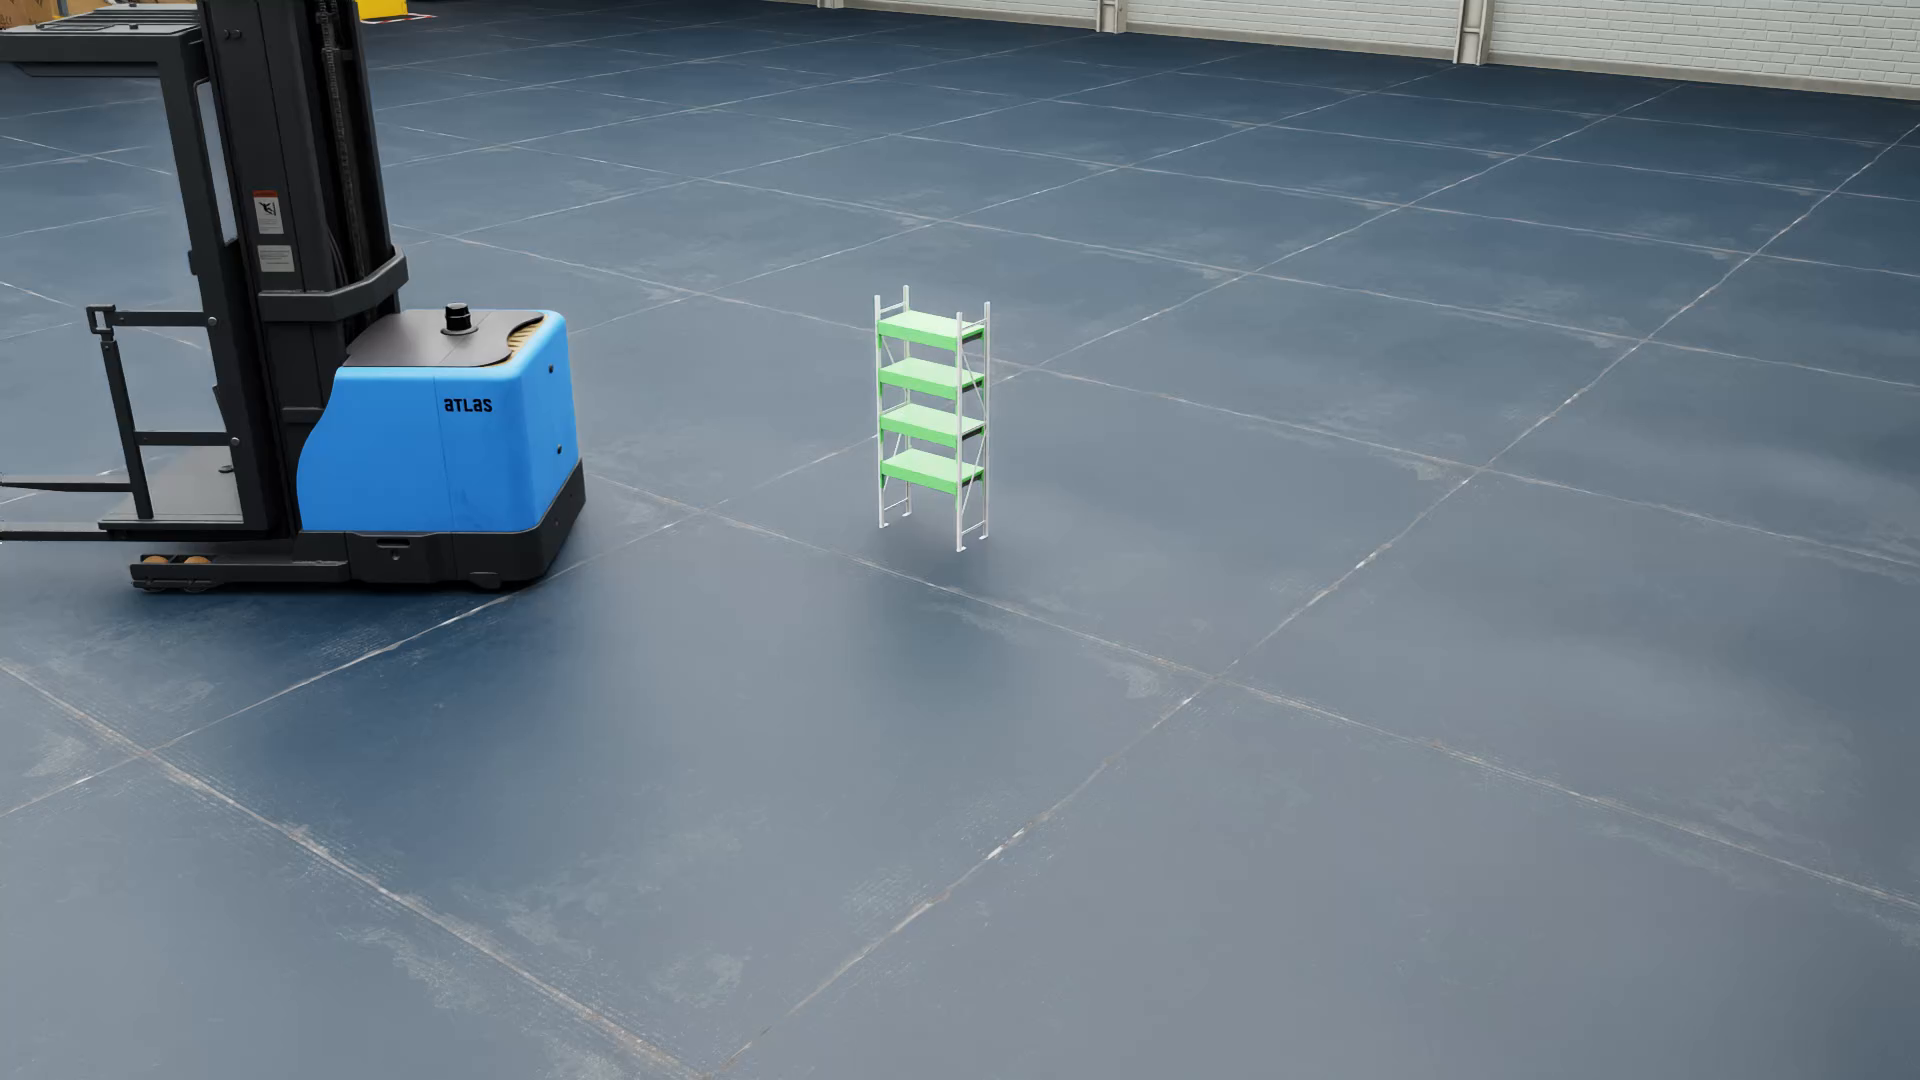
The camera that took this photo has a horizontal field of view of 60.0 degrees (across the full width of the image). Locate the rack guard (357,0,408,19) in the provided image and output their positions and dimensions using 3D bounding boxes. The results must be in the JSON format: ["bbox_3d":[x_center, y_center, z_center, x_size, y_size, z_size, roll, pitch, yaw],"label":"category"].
[{"bbox_3d":[-10.166,-9.325,28.793,0.348,0.500,1.175,17,29,33],"label":"rack guard"}]

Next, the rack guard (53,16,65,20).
[{"bbox_3d":[-12.973,-7.679,25.058,0.348,0.500,1.175,17,29,33],"label":"rack guard"}]

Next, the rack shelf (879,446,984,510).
[{"bbox_3d":[-0.132,-0.311,8.221,0.480,0.148,0.258,17,29,33],"label":"rack shelf"}]

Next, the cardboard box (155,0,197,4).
[{"bbox_3d":[-13.029,-8.916,27.861,0.637,0.503,0.797,-1,24,-3],"label":"cardboard box"}]

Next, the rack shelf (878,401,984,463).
[{"bbox_3d":[-0.132,-0.531,8.125,0.480,0.148,0.258,17,29,33],"label":"rack shelf"}]

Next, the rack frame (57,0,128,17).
[{"bbox_3d":[-12.993,-8.829,24.567,0.127,3.000,1.000,17,29,33],"label":"rack frame"}]

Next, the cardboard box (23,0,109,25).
[{"bbox_3d":[-13.575,-8.191,25.235,0.875,0.875,0.875,17,29,34],"label":"cardboard box"}]

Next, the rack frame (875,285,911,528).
[{"bbox_3d":[-0.328,-0.648,8.233,0.015,1.200,0.240,17,29,33],"label":"rack frame"}]

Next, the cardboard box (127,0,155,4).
[{"bbox_3d":[-13.782,-9.201,28.341,0.503,0.637,0.797,17,29,33],"label":"cardboard box"}]

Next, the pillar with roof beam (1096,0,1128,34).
[{"bbox_3d":[-0.127,-10.966,21.978,0.400,9.000,9.100,17,29,33],"label":"pillar with roof beam"}]

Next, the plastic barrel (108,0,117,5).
[{"bbox_3d":[-14.366,-8.838,27.783,0.512,0.421,0.421,-5,24,-12],"label":"plastic barrel"}]

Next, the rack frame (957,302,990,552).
[{"bbox_3d":[0.063,-0.530,7.965,0.015,1.200,0.240,17,29,33],"label":"rack frame"}]

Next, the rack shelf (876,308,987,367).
[{"bbox_3d":[-0.132,-0.970,7.931,0.480,0.148,0.258,17,29,33],"label":"rack shelf"}]

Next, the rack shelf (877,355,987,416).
[{"bbox_3d":[-0.132,-0.750,8.028,0.480,0.148,0.258,17,29,33],"label":"rack shelf"}]

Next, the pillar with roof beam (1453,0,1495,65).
[{"bbox_3d":[4.674,-9.515,18.685,0.400,9.000,9.100,17,29,33],"label":"pillar with roof beam"}]

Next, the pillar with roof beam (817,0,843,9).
[{"bbox_3d":[-4.928,-12.417,25.271,0.400,9.000,9.100,17,29,33],"label":"pillar with roof beam"}]

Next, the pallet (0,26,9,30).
[{"bbox_3d":[-14.651,-8.016,26.181,1.213,0.211,1.003,17,29,33],"label":"pallet"}]

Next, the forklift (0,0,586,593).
[{"bbox_3d":[-3.437,-1.309,7.585,3.031,2.935,1.130,0,24,1],"label":"forklift"}]

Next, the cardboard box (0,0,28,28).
[{"bbox_3d":[-14.280,-8.403,25.716,0.875,0.875,0.875,16,29,32],"label":"cardboard box"}]

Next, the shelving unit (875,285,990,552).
[{"bbox_3d":[-0.132,-0.589,8.099,0.503,1.200,0.258,17,29,33],"label":"shelving unit"}]

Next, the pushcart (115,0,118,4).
[{"bbox_3d":[-14.633,-9.470,29.274,0.936,0.377,1.648,7,25,15],"label":"pushcart"}]
